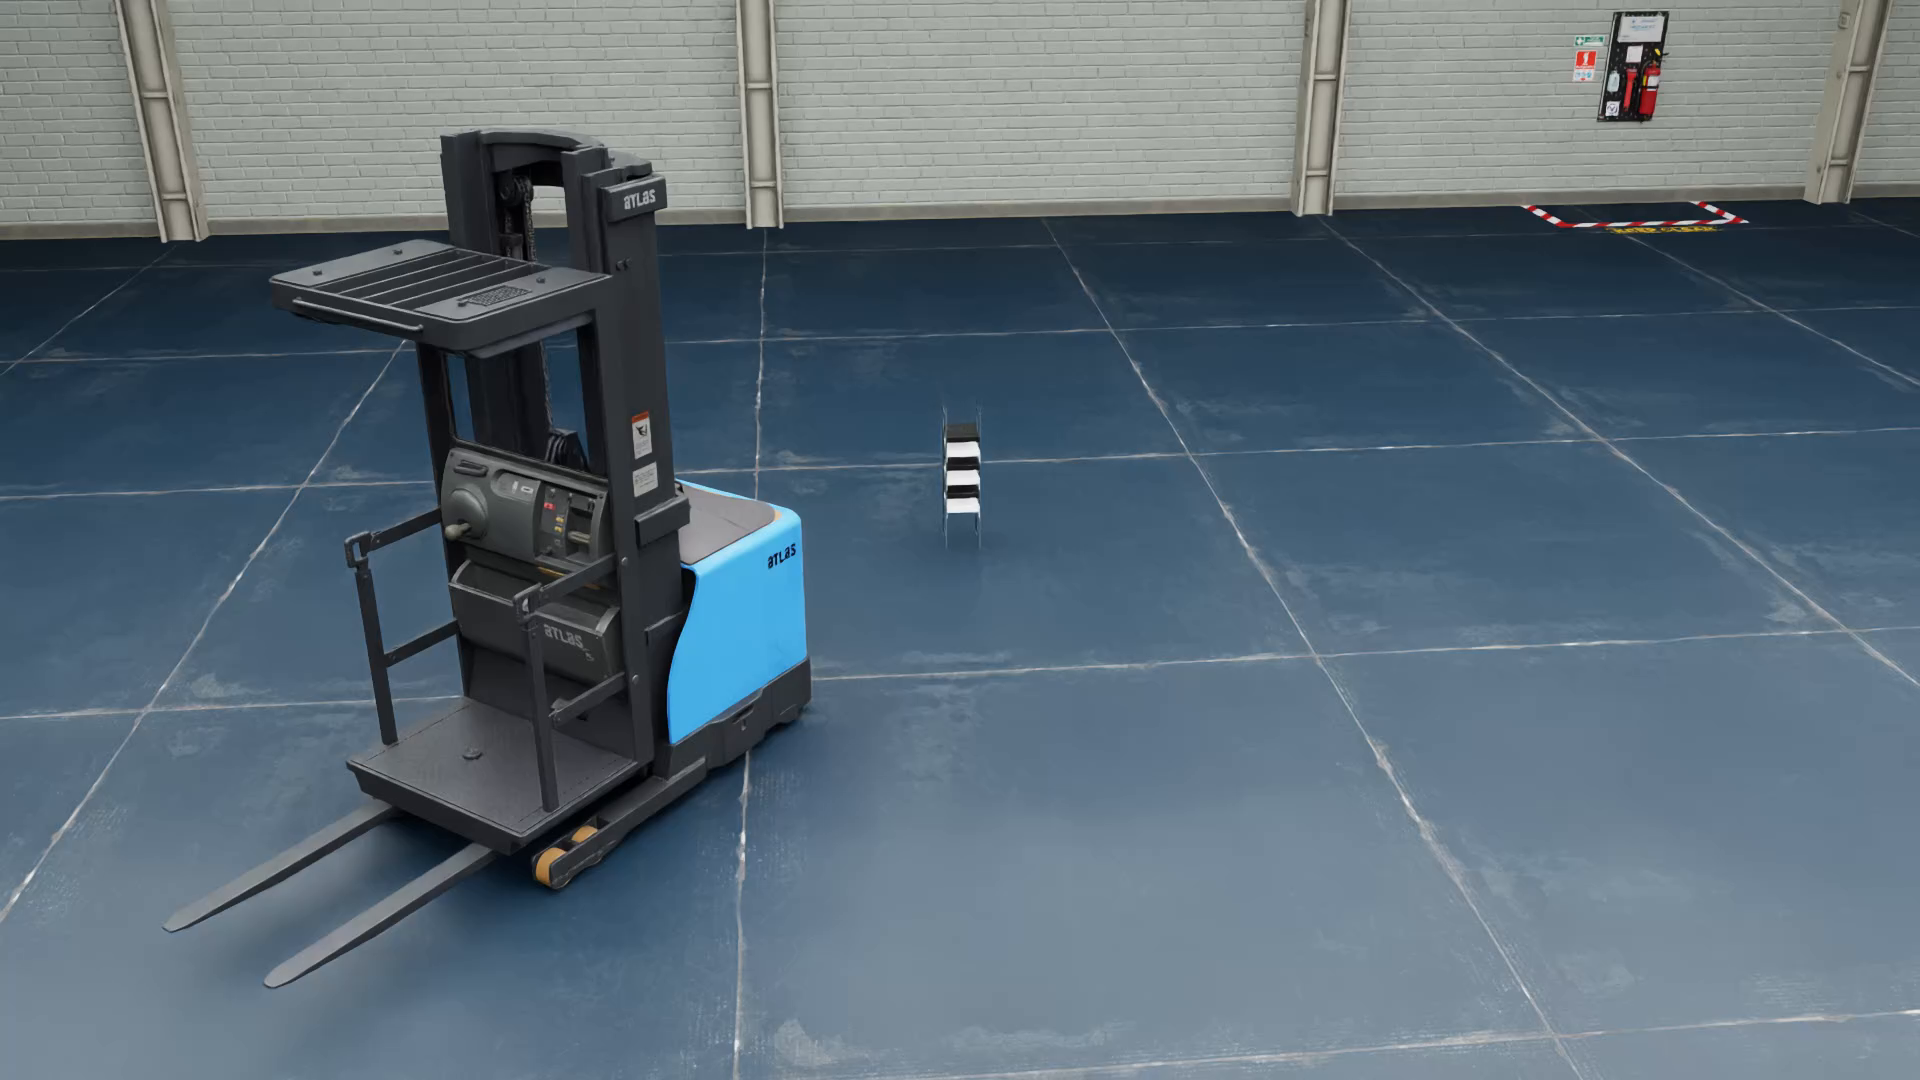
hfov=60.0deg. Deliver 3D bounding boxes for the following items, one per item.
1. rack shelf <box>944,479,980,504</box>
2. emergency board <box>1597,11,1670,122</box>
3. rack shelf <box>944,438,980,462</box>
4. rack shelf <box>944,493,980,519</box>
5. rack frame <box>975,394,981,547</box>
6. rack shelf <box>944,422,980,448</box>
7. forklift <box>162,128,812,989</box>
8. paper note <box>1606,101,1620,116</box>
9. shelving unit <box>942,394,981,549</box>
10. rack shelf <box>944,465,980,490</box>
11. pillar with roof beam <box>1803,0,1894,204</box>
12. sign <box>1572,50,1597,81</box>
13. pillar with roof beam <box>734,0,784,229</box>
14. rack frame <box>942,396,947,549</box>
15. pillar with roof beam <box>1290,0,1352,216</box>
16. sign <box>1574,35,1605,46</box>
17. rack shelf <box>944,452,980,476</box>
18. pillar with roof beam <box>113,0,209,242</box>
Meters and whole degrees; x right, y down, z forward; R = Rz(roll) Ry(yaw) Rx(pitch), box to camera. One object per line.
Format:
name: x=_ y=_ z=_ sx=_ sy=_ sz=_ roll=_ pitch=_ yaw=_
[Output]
rack shelf: x=0.008 y=-0.299 z=10.118 sx=0.200 sy=0.077 sz=0.258 roll=-2 pitch=24 yaw=-5
emergency board: x=7.389 y=-5.146 z=18.134 sx=0.643 sy=1.169 sz=0.194 roll=-2 pitch=24 yaw=-5
rack shelf: x=0.008 y=-0.546 z=10.008 sx=0.200 sy=0.077 sz=0.258 roll=-2 pitch=24 yaw=-5
rack shelf: x=0.008 y=-0.217 z=10.155 sx=0.200 sy=0.077 sz=0.258 roll=-2 pitch=24 yaw=-5
rack frame: x=0.109 y=-0.416 z=10.077 sx=0.006 sy=0.900 sz=0.240 roll=-2 pitch=24 yaw=-5
rack shelf: x=0.008 y=-0.628 z=9.972 sx=0.200 sy=0.077 sz=0.258 roll=-2 pitch=24 yaw=-5
forklift: x=-1.960 y=-0.098 z=6.862 sx=1.130 sy=2.935 sz=3.031 roll=15 pitch=28 yaw=30
paper note: x=7.206 y=-4.764 z=18.360 sx=0.142 sy=0.148 sz=0.016 roll=-2 pitch=24 yaw=-5
shelving unit: x=0.008 y=-0.412 z=10.068 sx=0.210 sy=0.900 sz=0.258 roll=-2 pitch=24 yaw=-5
rack shelf: x=0.008 y=-0.381 z=10.081 sx=0.200 sy=0.077 sz=0.258 roll=-2 pitch=24 yaw=-5
pillar with roof beam: x=10.275 y=-6.230 z=13.188 sx=0.400 sy=9.000 sz=9.100 roll=-2 pitch=24 yaw=-5
sign: x=6.829 y=-5.182 z=18.171 sx=0.234 sy=0.329 sz=0.001 roll=-2 pitch=24 yaw=-5
pillar with roof beam: x=-1.666 y=-5.751 z=12.110 sx=0.400 sy=9.000 sz=9.100 roll=-2 pitch=24 yaw=-5
rack frame: x=-0.093 y=-0.407 z=10.059 sx=0.006 sy=0.900 sz=0.240 roll=-2 pitch=24 yaw=-5
pillar with roof beam: x=4.304 y=-5.991 z=12.649 sx=0.400 sy=9.000 sz=9.100 roll=-2 pitch=24 yaw=-5
sign: x=6.834 y=-5.420 z=18.056 sx=0.331 sy=0.109 sz=0.001 roll=-2 pitch=24 yaw=-5
rack shelf: x=0.008 y=-0.463 z=10.045 sx=0.200 sy=0.077 sz=0.258 roll=-2 pitch=24 yaw=-5
pillar with roof beam: x=-7.637 y=-5.512 z=11.571 sx=0.400 sy=9.000 sz=9.100 roll=-2 pitch=24 yaw=-5
